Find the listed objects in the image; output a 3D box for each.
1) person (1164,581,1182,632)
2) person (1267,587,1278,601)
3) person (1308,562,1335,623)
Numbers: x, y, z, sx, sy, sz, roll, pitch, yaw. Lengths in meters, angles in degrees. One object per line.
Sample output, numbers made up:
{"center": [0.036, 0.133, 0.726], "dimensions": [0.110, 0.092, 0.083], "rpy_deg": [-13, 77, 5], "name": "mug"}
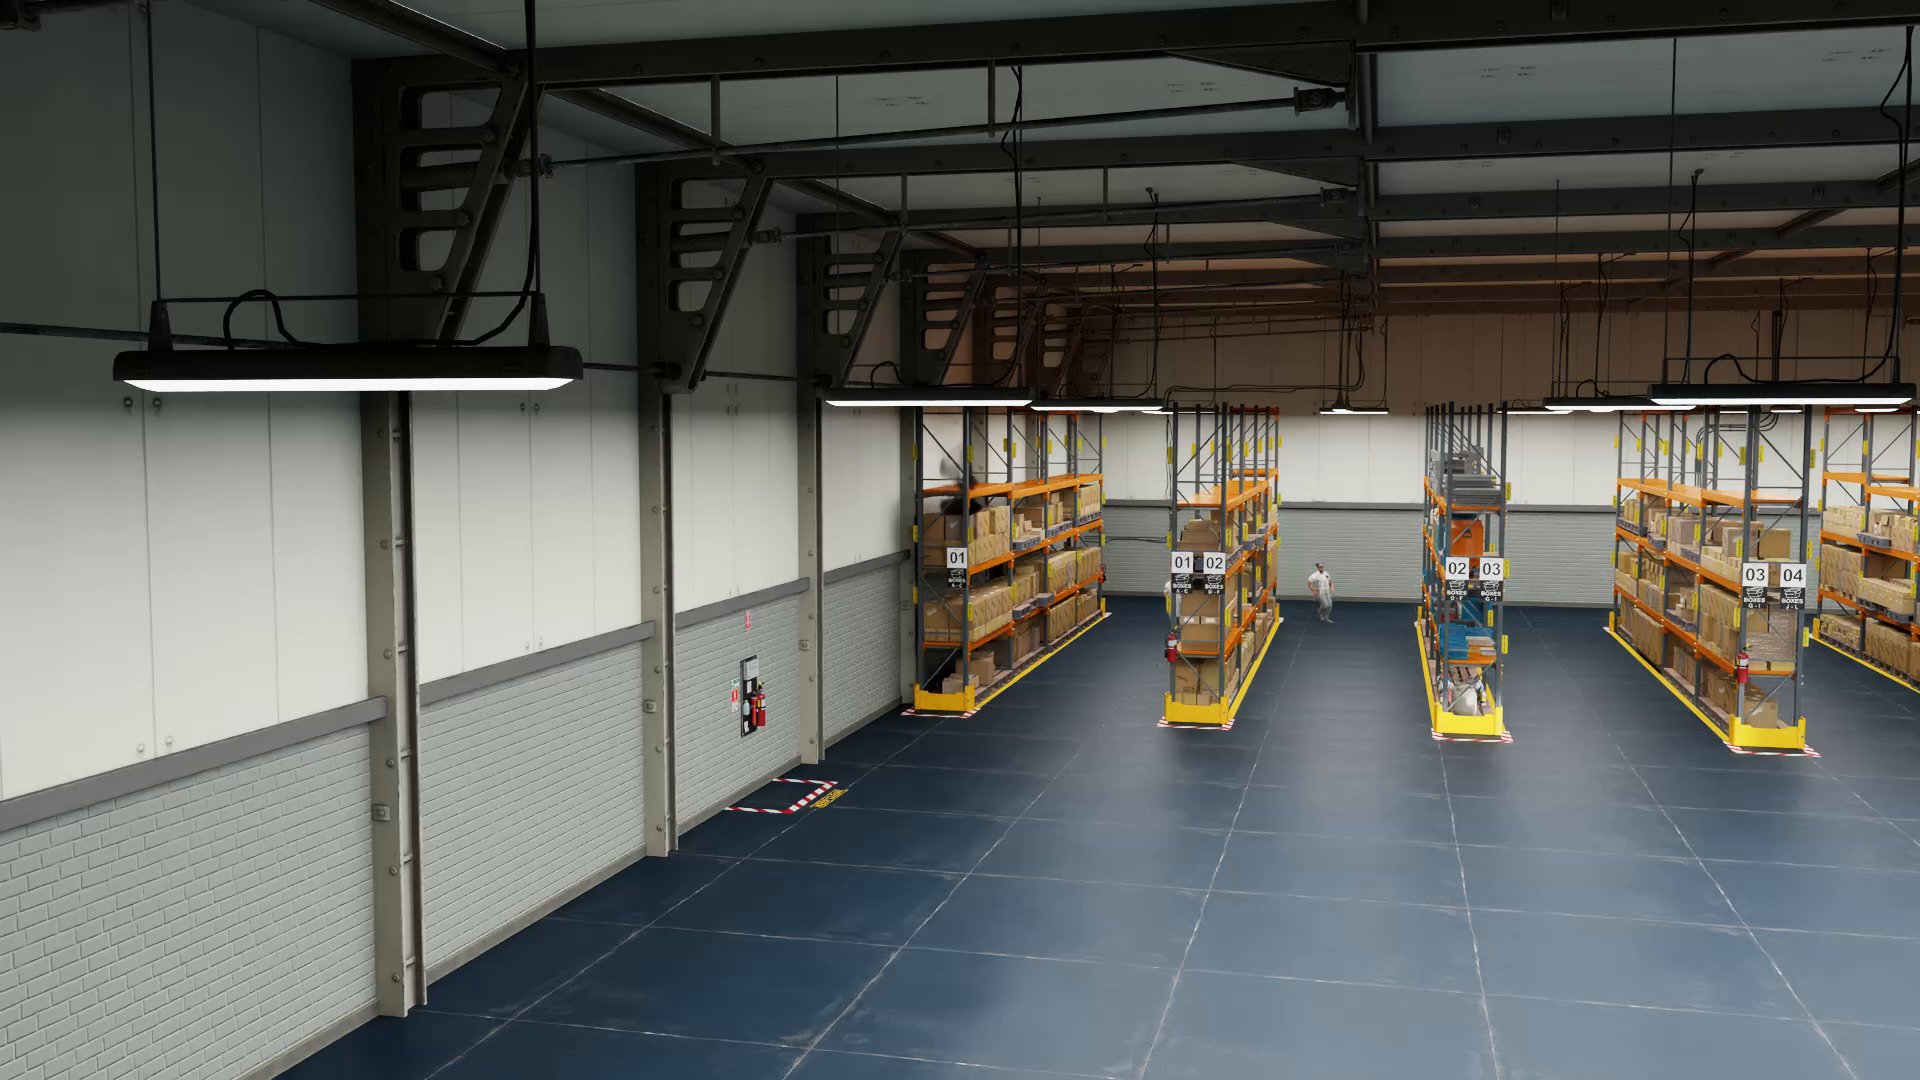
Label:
{"center": [5.662, 1.658, 43.876], "dimensions": [0.577, 1.626, 0.718], "rpy_deg": [1, 4, 12], "name": "person"}
{"center": [8.944, 1.330, 48.176], "dimensions": [0.659, 1.684, 0.592], "rpy_deg": [-3, 5, -36], "name": "person"}
{"center": [10.078, 1.459, 46.173], "dimensions": [0.718, 1.715, 0.518], "rpy_deg": [-2, 5, -26], "name": "person"}
